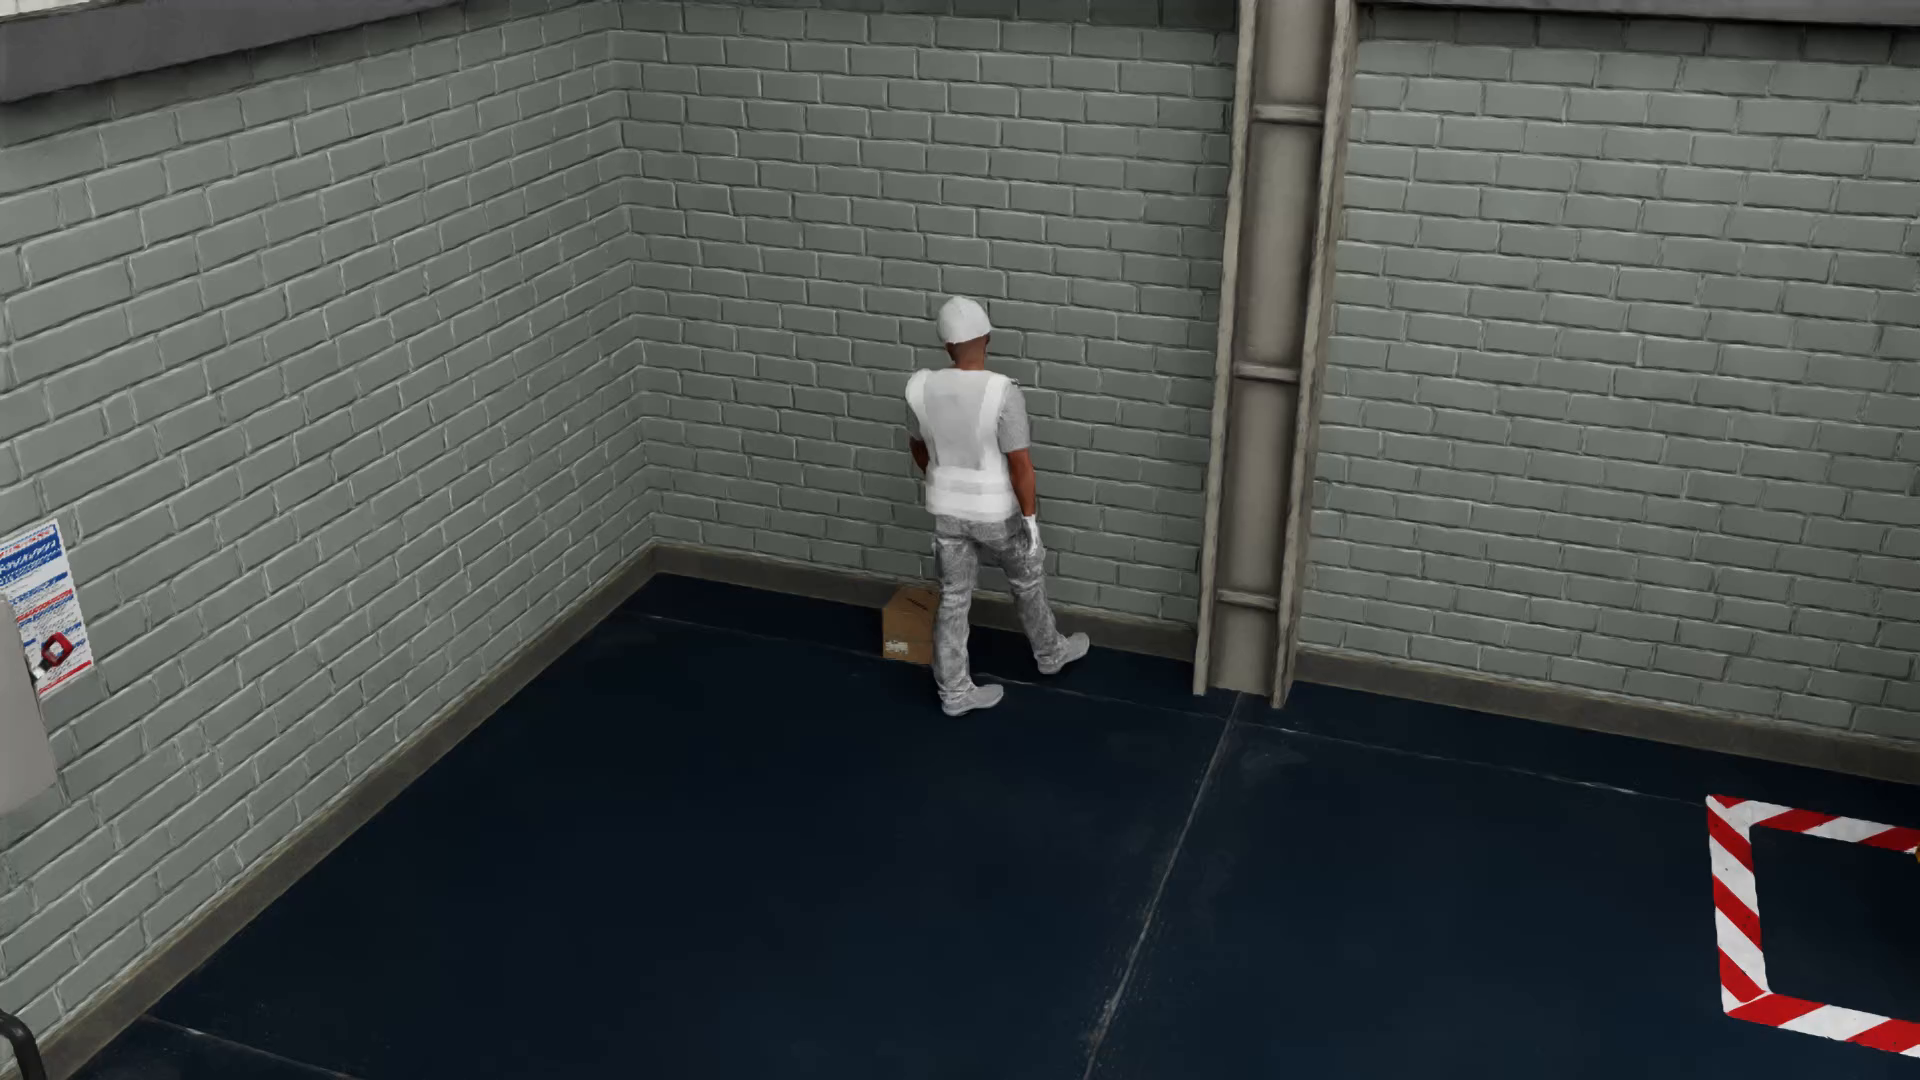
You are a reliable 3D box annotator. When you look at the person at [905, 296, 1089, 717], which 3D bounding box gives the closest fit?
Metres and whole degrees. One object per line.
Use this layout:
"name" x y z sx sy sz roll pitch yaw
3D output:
"person" 0.147 -0.181 6.957 0.658 1.764 0.754 12 28 23
